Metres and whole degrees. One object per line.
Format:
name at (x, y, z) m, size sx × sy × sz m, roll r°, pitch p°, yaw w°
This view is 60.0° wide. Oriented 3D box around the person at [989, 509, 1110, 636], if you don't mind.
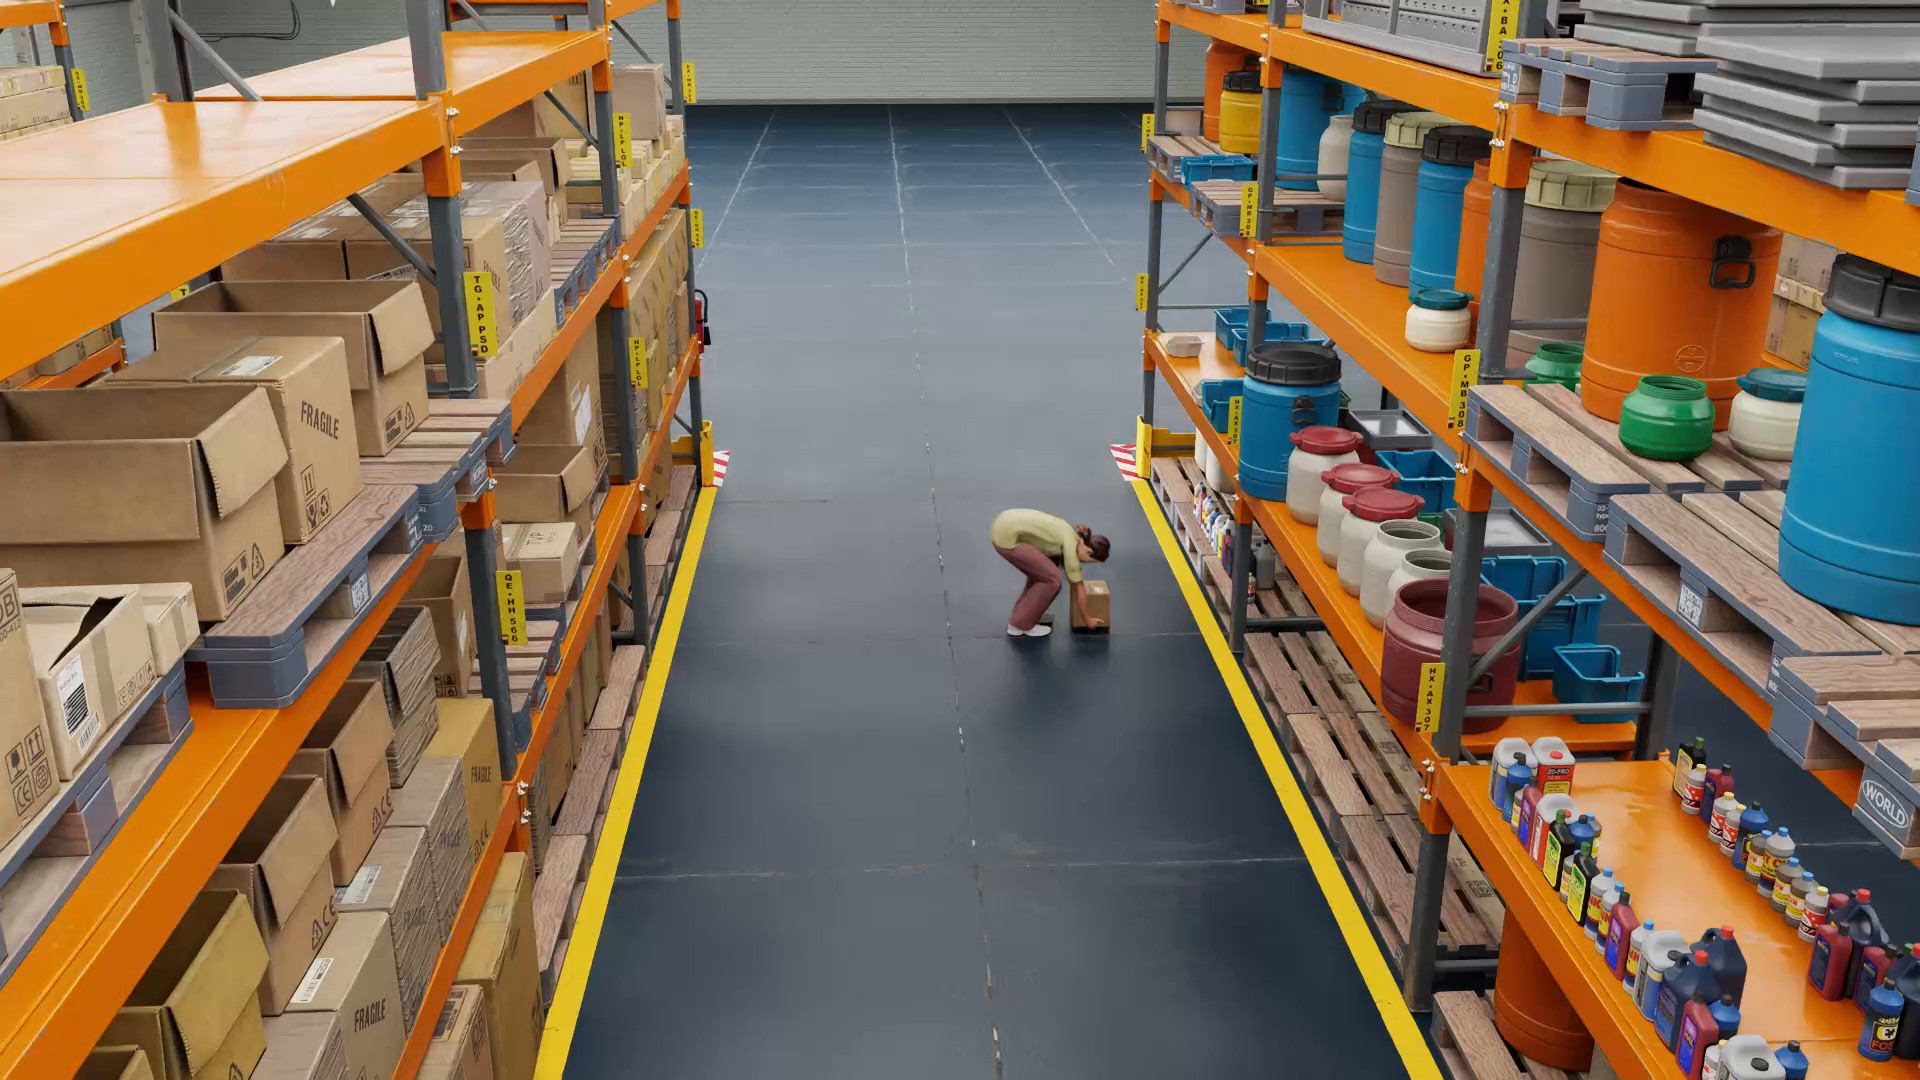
person at (0.630, 0.209, 11.655) m, size 0.849 × 0.879 × 0.460 m, roll -2°, pitch 21°, yaw -6°
